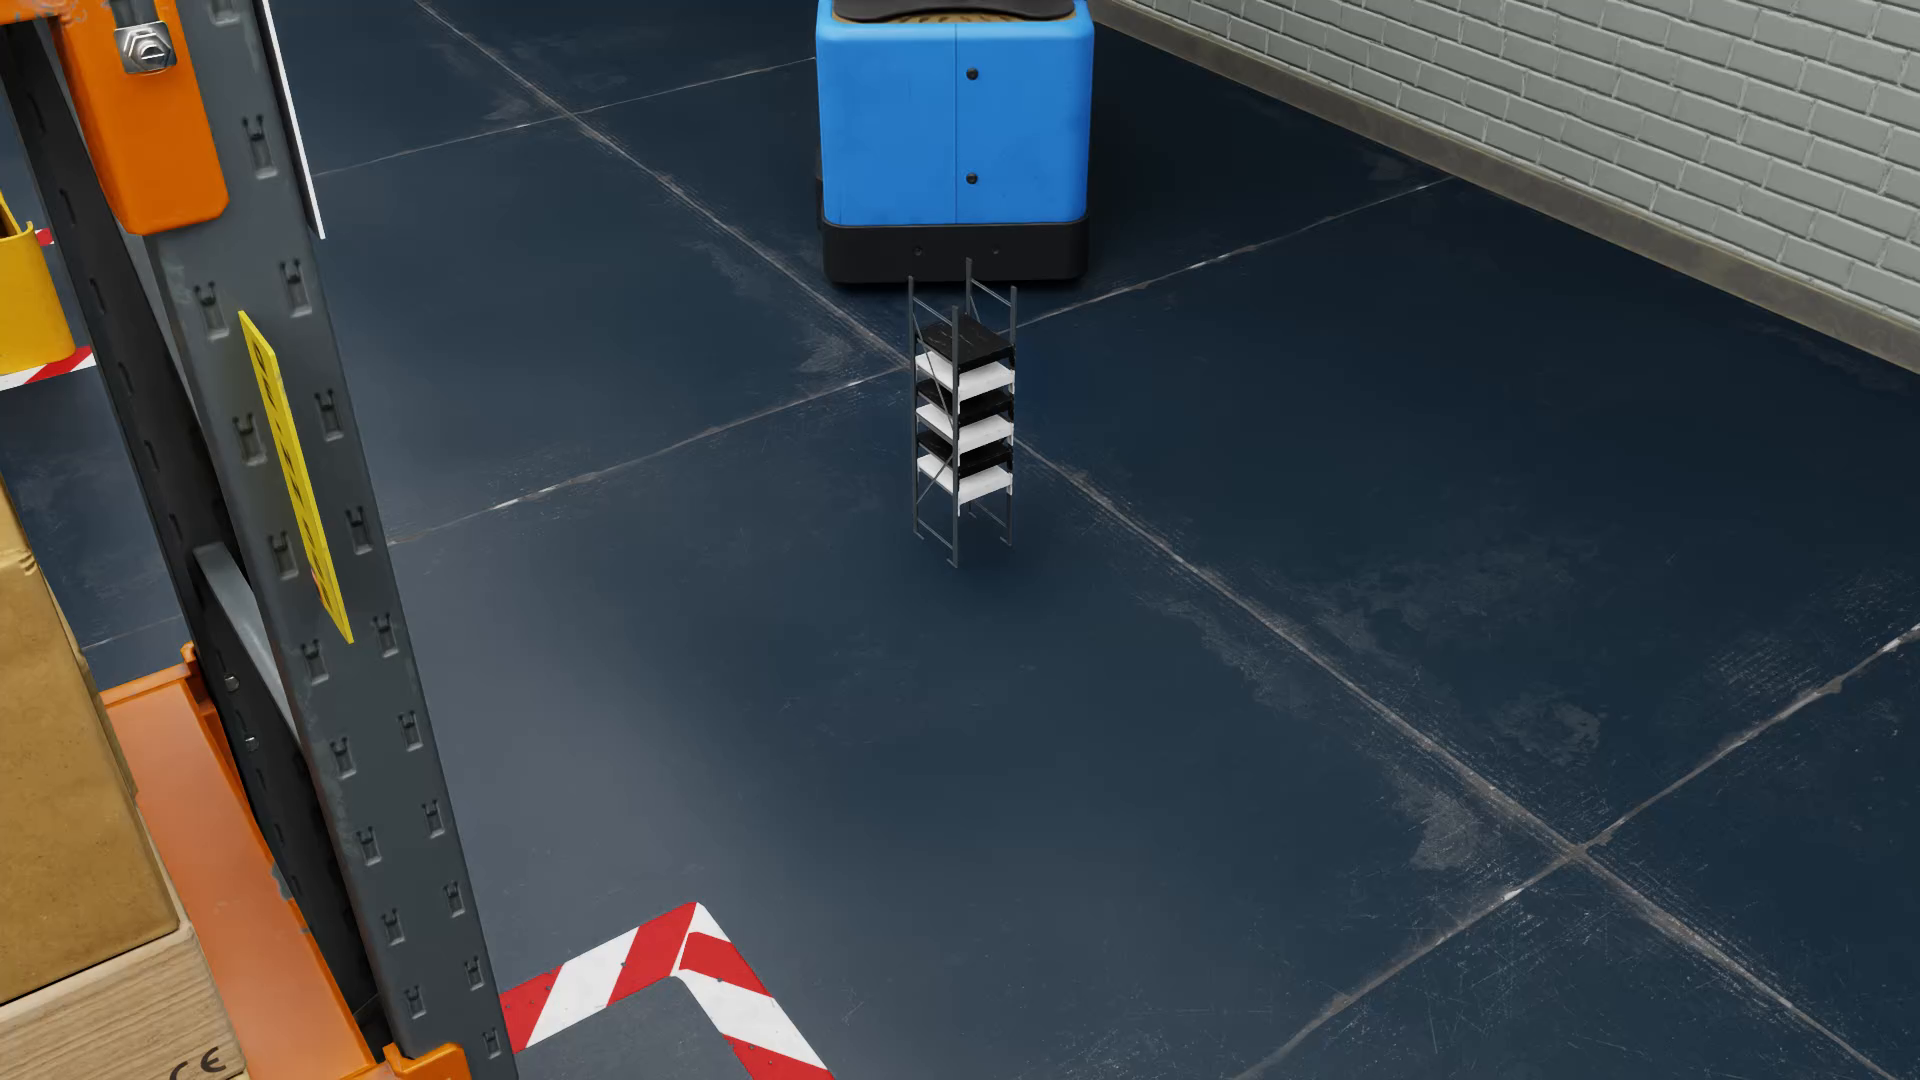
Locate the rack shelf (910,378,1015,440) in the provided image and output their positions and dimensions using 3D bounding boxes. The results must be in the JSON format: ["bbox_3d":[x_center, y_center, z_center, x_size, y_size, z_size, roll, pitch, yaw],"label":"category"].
[{"bbox_3d":[0.007,-0.414,4.958,0.200,0.077,0.258,-22,41,-28],"label":"rack shelf"}]

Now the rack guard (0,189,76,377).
[{"bbox_3d":[-3.764,-1.114,6.371,0.348,0.500,1.175,-22,41,-28],"label":"rack guard"}]

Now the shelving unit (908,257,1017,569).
[{"bbox_3d":[0.007,-0.368,4.991,0.210,0.900,0.258,-22,41,-28],"label":"shelving unit"}]

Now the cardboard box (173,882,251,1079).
[{"bbox_3d":[-1.024,0.628,2.022,0.250,0.149,0.380,-22,41,-27],"label":"cardboard box"}]

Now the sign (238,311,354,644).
[{"bbox_3d":[-0.622,-0.053,1.560,0.005,0.325,0.100,-22,41,-28],"label":"sign"}]

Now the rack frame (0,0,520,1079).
[{"bbox_3d":[-0.921,0.251,2.332,0.053,2.616,0.949,-22,41,-28],"label":"rack frame"}]

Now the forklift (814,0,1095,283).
[{"bbox_3d":[-0.070,-3.032,6.955,1.130,2.935,3.031,-1,36,-2],"label":"forklift"}]

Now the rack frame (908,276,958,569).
[{"bbox_3d":[-0.076,-0.334,4.943,0.006,0.900,0.240,-22,41,-28],"label":"rack frame"}]

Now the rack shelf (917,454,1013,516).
[{"bbox_3d":[0.007,-0.195,5.116,0.200,0.077,0.258,-22,41,-28],"label":"rack shelf"}]

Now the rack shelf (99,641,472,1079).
[{"bbox_3d":[-2.558,1.214,1.609,4.000,0.370,1.077,-22,41,-28],"label":"rack shelf"}]

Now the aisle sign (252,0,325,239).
[{"bbox_3d":[-0.691,-0.687,1.410,0.004,0.787,0.394,-22,41,-28],"label":"aisle sign"}]

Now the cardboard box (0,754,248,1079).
[{"bbox_3d":[-1.166,0.479,1.888,0.500,0.250,0.500,-23,42,-29],"label":"cardboard box"}]

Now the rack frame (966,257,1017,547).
[{"bbox_3d":[0.090,-0.402,5.039,0.006,0.900,0.240,-22,41,-28],"label":"rack frame"}]

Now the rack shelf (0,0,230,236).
[{"bbox_3d":[-2.558,-0.004,0.733,4.000,0.370,1.077,-22,41,-28],"label":"rack shelf"}]

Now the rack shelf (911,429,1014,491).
[{"bbox_3d":[0.007,-0.268,5.063,0.200,0.077,0.258,-22,41,-28],"label":"rack shelf"}]

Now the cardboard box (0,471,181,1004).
[{"bbox_3d":[-1.170,0.174,1.670,0.500,0.500,0.500,-22,41,-27],"label":"cardboard box"}]

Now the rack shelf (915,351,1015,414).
[{"bbox_3d":[0.007,-0.487,4.905,0.200,0.077,0.258,-22,41,-28],"label":"rack shelf"}]

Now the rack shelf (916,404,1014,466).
[{"bbox_3d":[0.007,-0.341,5.011,0.200,0.077,0.258,-22,41,-28],"label":"rack shelf"}]

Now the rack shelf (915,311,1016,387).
[{"bbox_3d":[0.007,-0.560,4.853,0.200,0.077,0.258,-22,41,-28],"label":"rack shelf"}]

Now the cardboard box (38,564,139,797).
[{"bbox_3d":[-1.471,0.222,2.246,0.500,0.250,0.500,-24,42,-29],"label":"cardboard box"}]
